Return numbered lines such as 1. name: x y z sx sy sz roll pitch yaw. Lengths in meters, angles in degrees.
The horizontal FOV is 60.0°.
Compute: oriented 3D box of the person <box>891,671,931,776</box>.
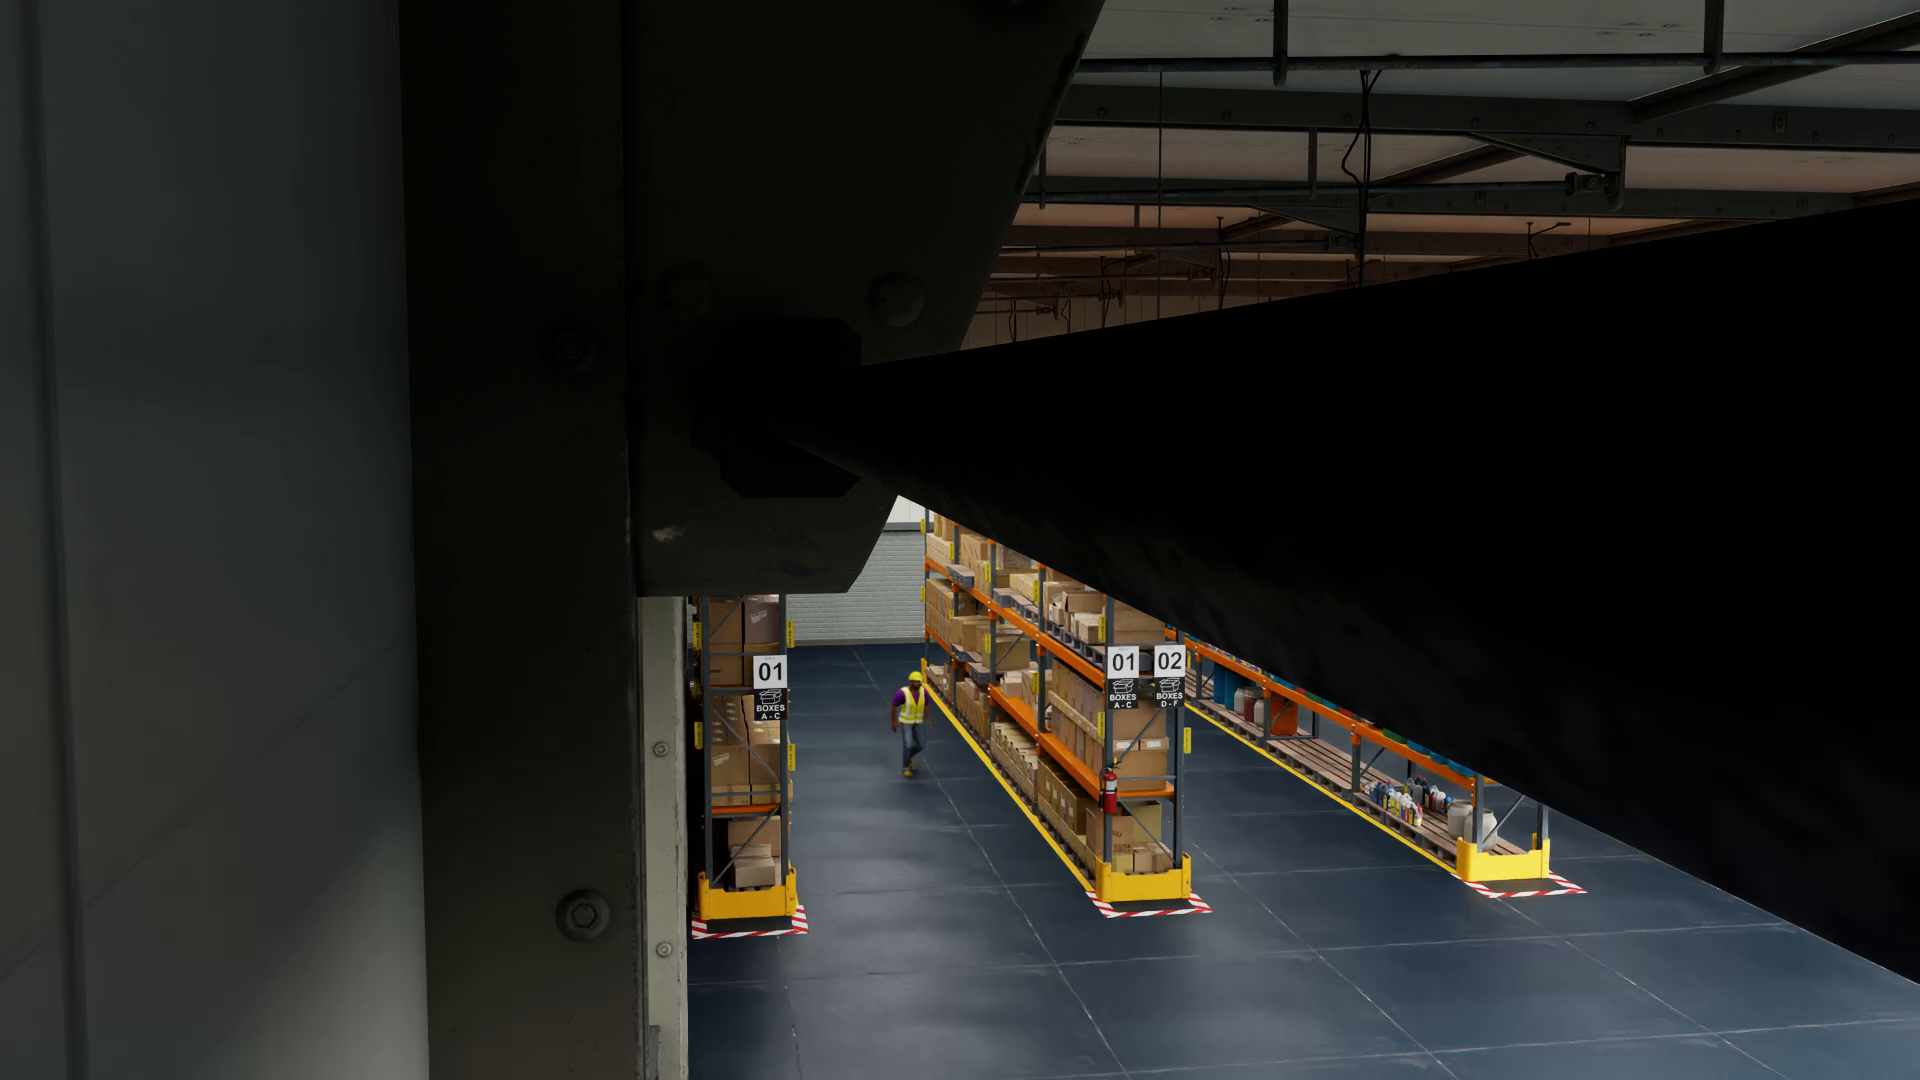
1. person: -0.851 3.034 27.694 0.642 1.743 0.667 -3 6 -30
